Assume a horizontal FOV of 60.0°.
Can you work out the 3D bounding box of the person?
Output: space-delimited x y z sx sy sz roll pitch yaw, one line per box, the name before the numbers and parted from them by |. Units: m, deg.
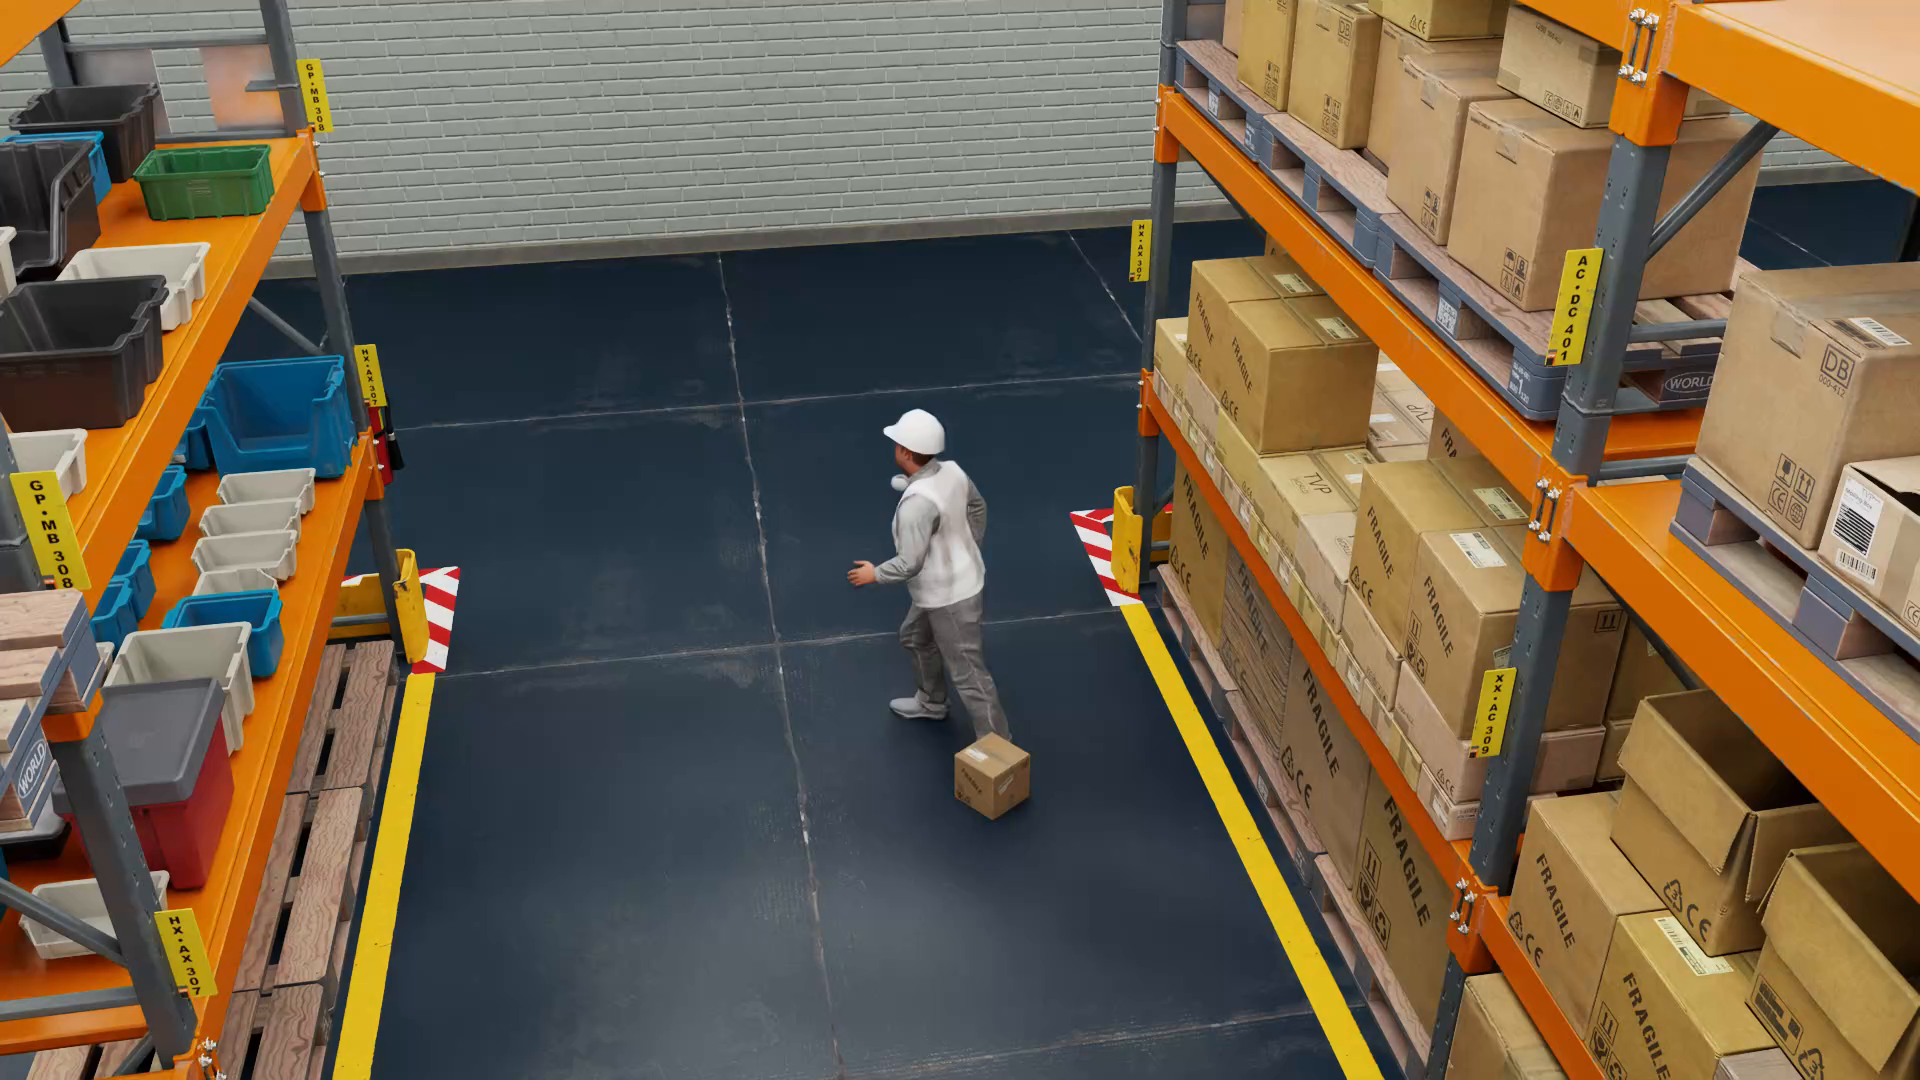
person | -0.121 0.215 7.795 0.790 1.731 0.697 3 31 5
